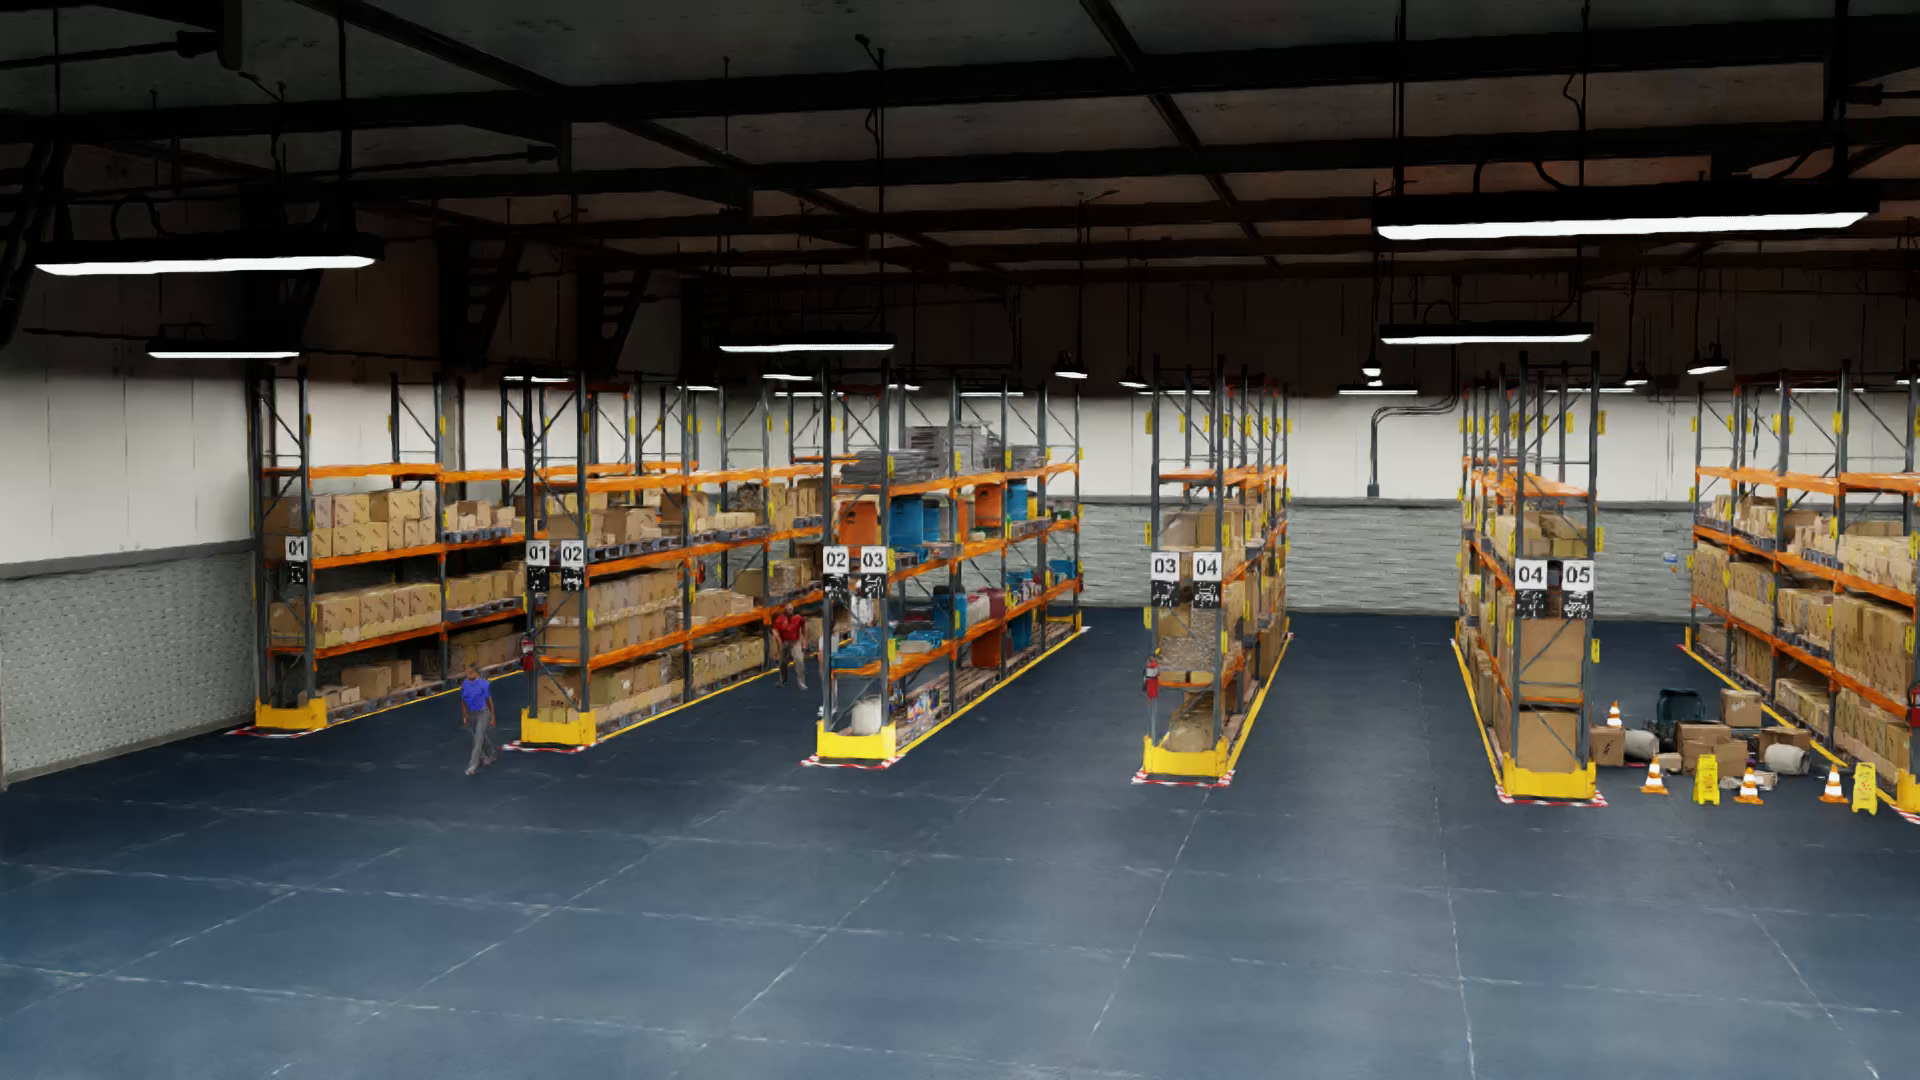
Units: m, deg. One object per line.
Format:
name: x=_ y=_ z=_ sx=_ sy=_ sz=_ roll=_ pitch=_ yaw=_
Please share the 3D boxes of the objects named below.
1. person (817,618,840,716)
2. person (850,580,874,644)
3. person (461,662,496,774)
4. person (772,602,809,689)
person: x=-2.287 y=2.174 z=28.712 sx=0.487 sy=1.675 sz=0.477 roll=-4 pitch=6 yaw=-45
person: x=-2.086 y=1.709 z=35.295 sx=0.553 sy=1.725 sz=1.030 roll=1 pitch=4 yaw=13
person: x=-6.998 y=2.548 z=24.044 sx=0.447 sy=1.560 sz=1.088 roll=1 pitch=4 yaw=17
person: x=-3.218 y=1.985 z=31.602 sx=0.691 sy=1.662 sz=0.857 roll=0 pitch=4 yaw=-2
